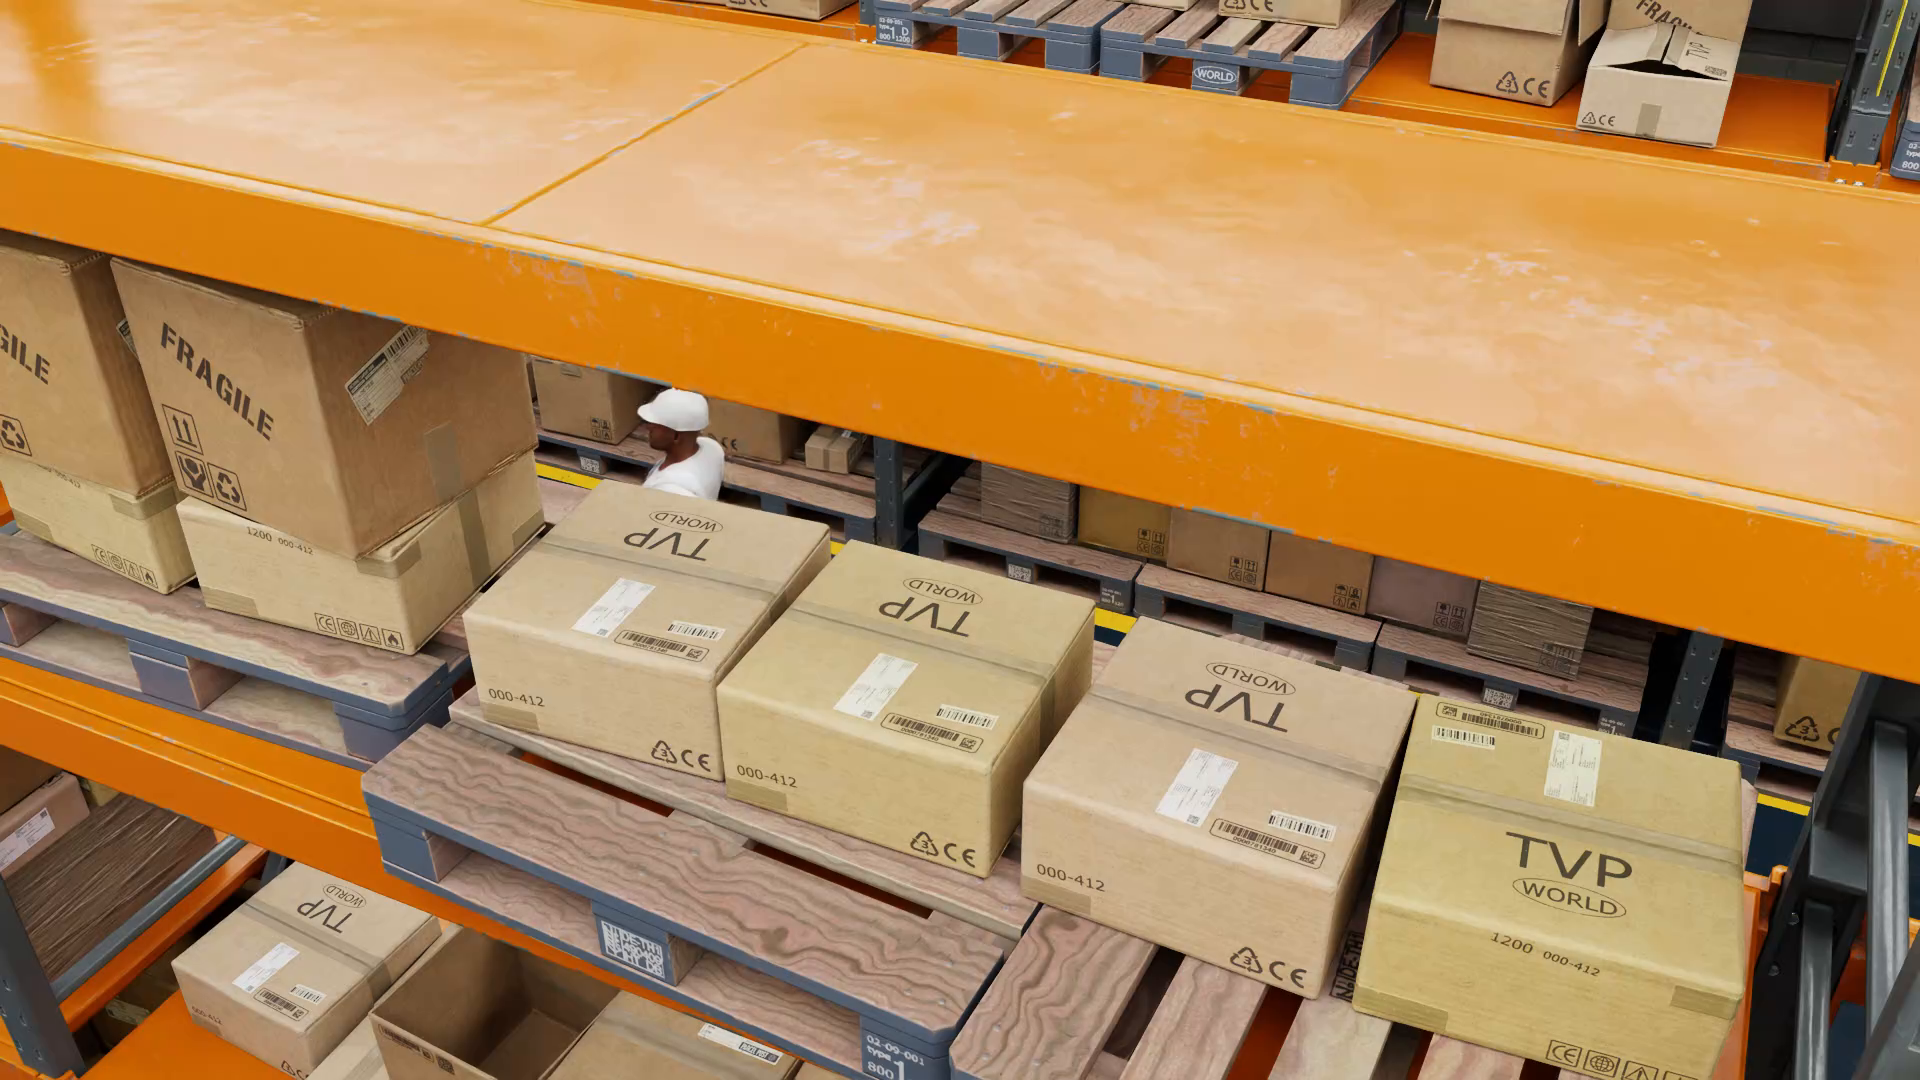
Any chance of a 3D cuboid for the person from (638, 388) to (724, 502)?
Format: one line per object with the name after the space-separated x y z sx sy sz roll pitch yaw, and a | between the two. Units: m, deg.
-1.179 0.133 7.237 0.686 1.748 0.588 4 34 6 | person
